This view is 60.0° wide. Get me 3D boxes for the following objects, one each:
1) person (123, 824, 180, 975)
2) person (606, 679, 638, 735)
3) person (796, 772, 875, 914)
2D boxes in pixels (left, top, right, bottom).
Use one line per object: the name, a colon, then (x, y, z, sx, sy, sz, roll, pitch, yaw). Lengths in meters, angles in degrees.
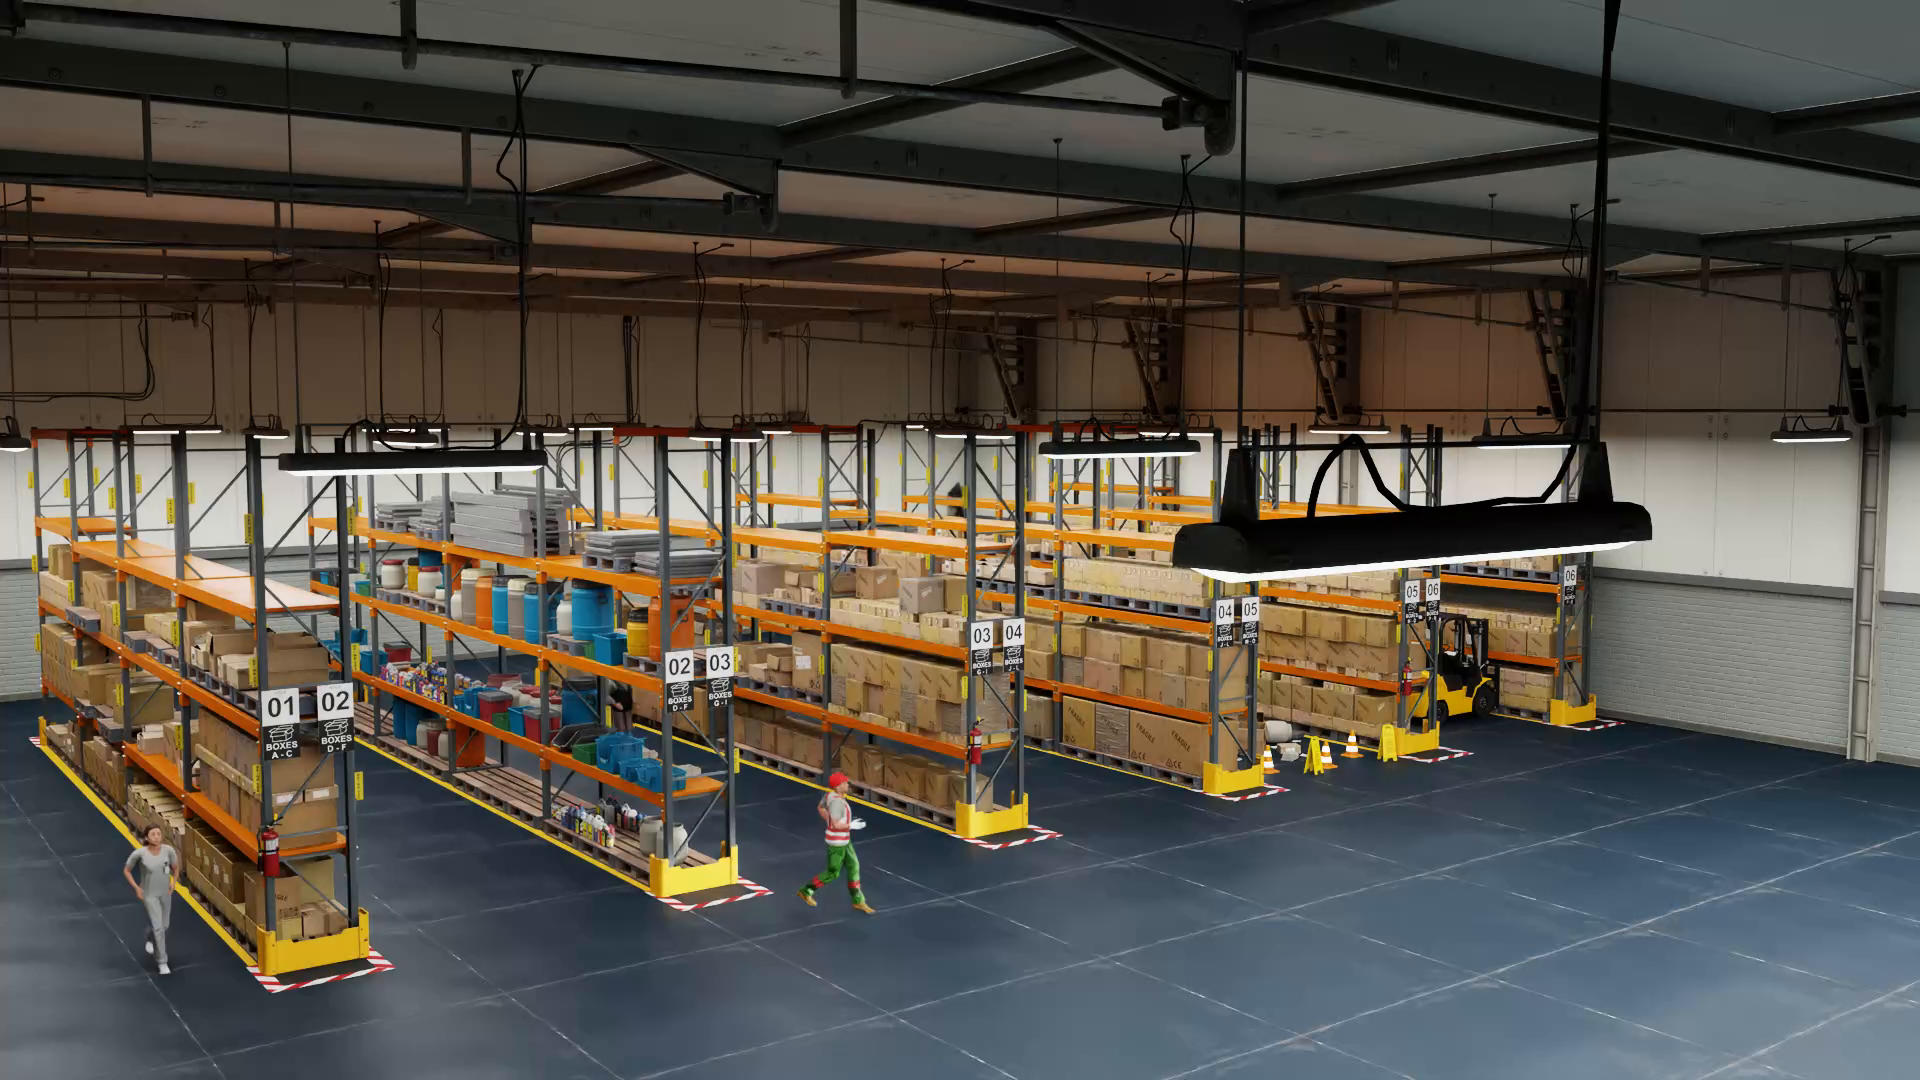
person: (-9.163, 4.032, 18.884, 0.574, 1.671, 0.816, -4, 6, -45)
person: (-6.199, 3.109, 30.367, 0.580, 1.677, 0.646, 4, 6, 40)
person: (-1.558, 3.807, 20.827, 0.988, 1.817, 0.656, 0, 4, -2)
